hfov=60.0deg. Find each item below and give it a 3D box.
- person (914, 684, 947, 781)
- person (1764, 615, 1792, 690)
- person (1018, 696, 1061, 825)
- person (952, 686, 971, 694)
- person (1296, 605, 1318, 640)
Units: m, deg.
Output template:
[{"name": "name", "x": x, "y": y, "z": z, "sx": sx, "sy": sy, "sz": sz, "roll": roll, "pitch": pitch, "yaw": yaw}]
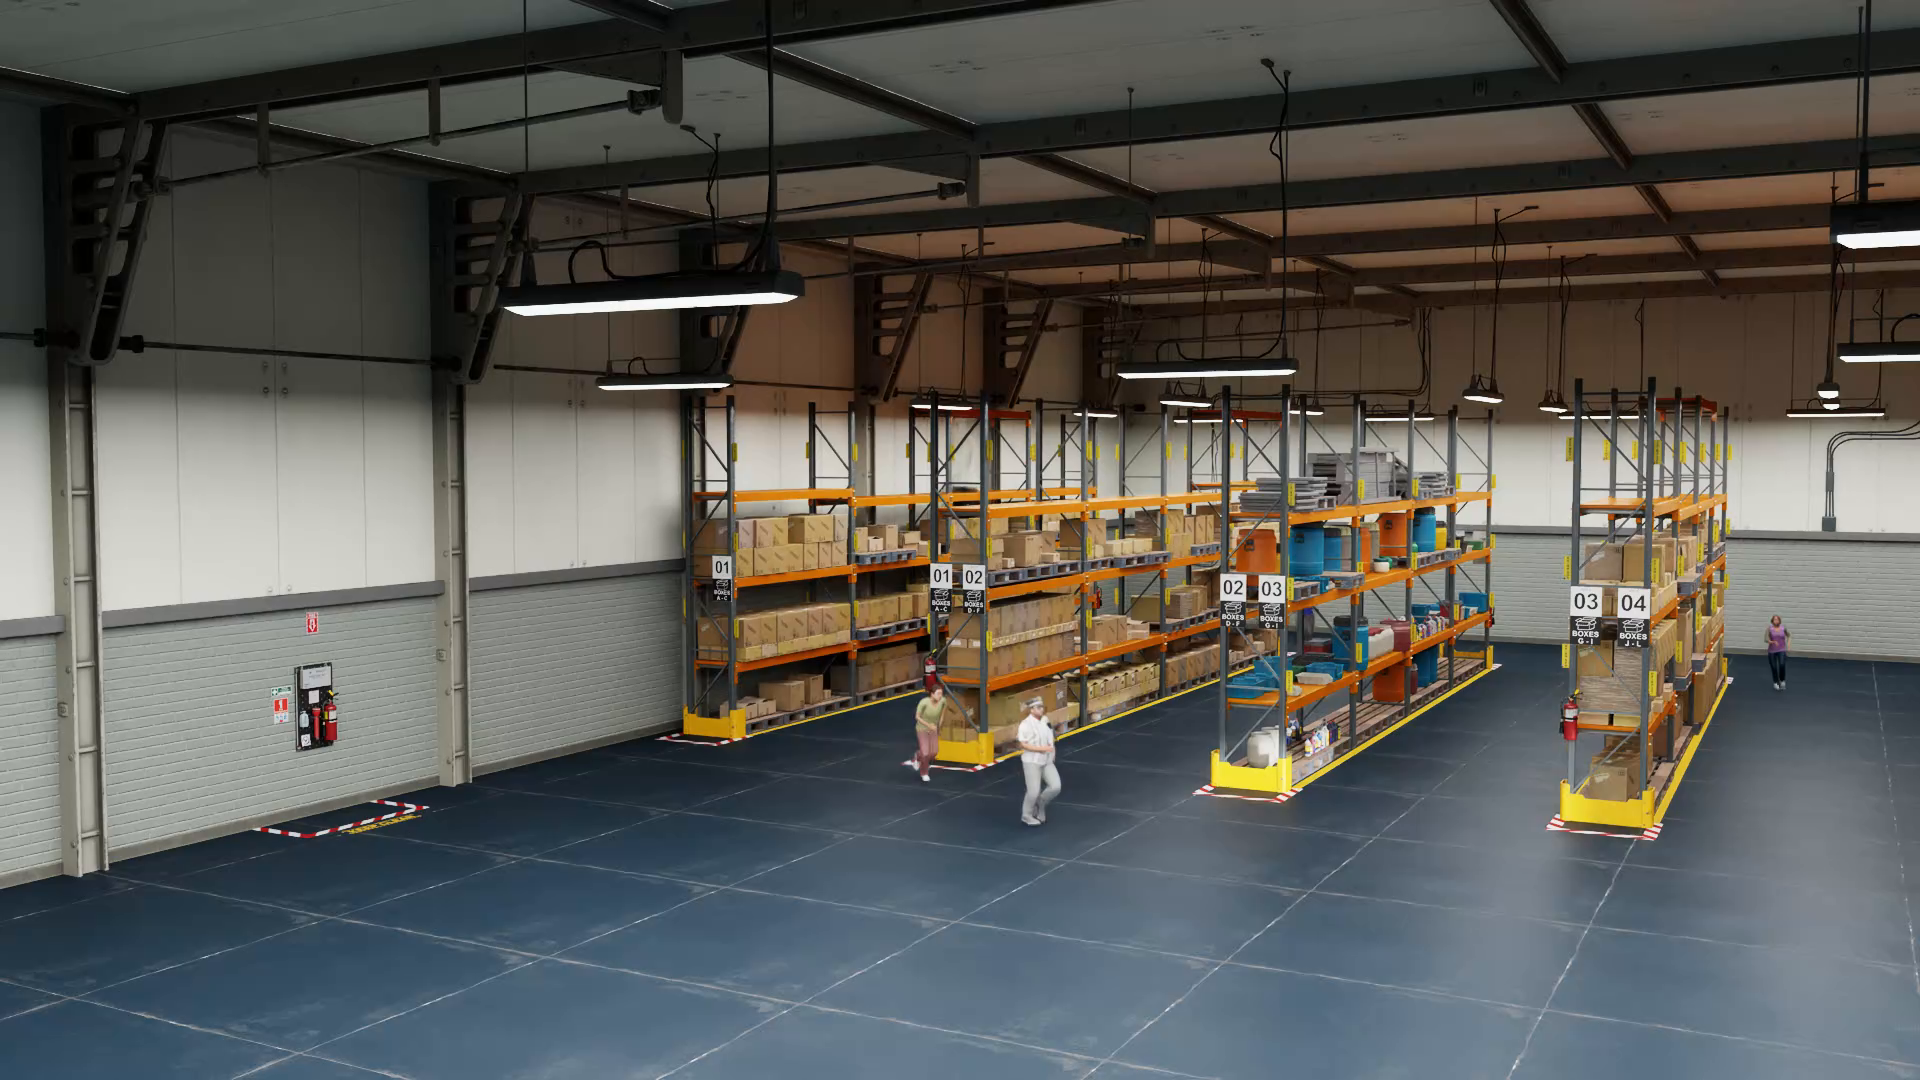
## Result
[{"name": "person", "x": -0.446, "y": 2.919, "z": 25.354, "sx": 0.593, "sy": 1.515, "sz": 0.791, "roll": -2, "pitch": 3, "yaw": -29}, {"name": "person", "x": 17.189, "y": 2.364, "z": 34.965, "sx": 0.525, "sy": 1.577, "sz": 0.625, "roll": 1, "pitch": 3, "yaw": 25}, {"name": "person", "x": 1.074, "y": 2.948, "z": 22.212, "sx": 0.640, "sy": 1.742, "sz": 0.636, "roll": -2, "pitch": 4, "yaw": -39}, {"name": "person", "x": 0.034, "y": 2.430, "z": 32.874, "sx": 0.579, "sy": 1.730, "sz": 0.713, "roll": 1, "pitch": 3, "yaw": 17}, {"name": "person", "x": 8.623, "y": 2.020, "z": 41.350, "sx": 0.580, "sy": 1.720, "sz": 0.732, "roll": -1, "pitch": 3, "yaw": -19}]
